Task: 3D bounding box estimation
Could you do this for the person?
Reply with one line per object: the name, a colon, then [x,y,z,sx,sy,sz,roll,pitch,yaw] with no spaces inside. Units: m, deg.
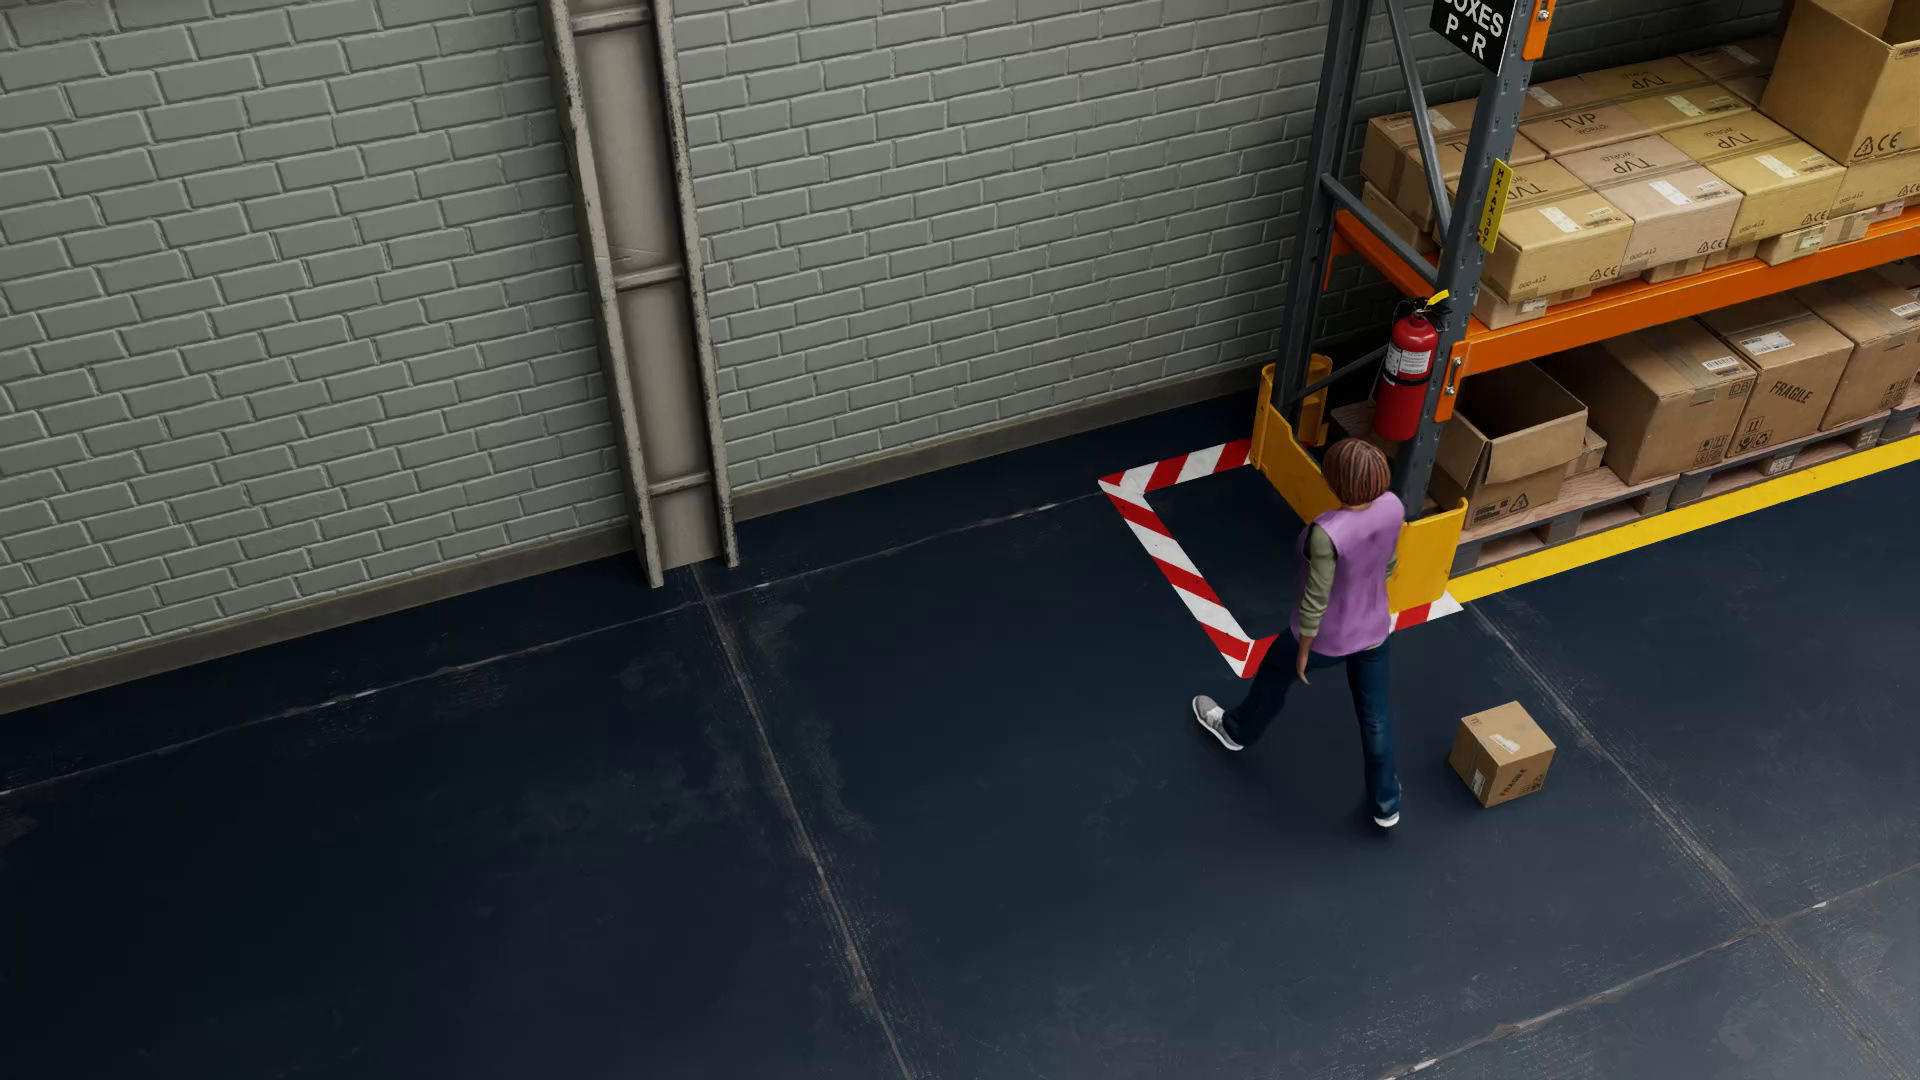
person: [1.309,0.288,5.851,0.520,1.552,0.834,-19,46,-19]
